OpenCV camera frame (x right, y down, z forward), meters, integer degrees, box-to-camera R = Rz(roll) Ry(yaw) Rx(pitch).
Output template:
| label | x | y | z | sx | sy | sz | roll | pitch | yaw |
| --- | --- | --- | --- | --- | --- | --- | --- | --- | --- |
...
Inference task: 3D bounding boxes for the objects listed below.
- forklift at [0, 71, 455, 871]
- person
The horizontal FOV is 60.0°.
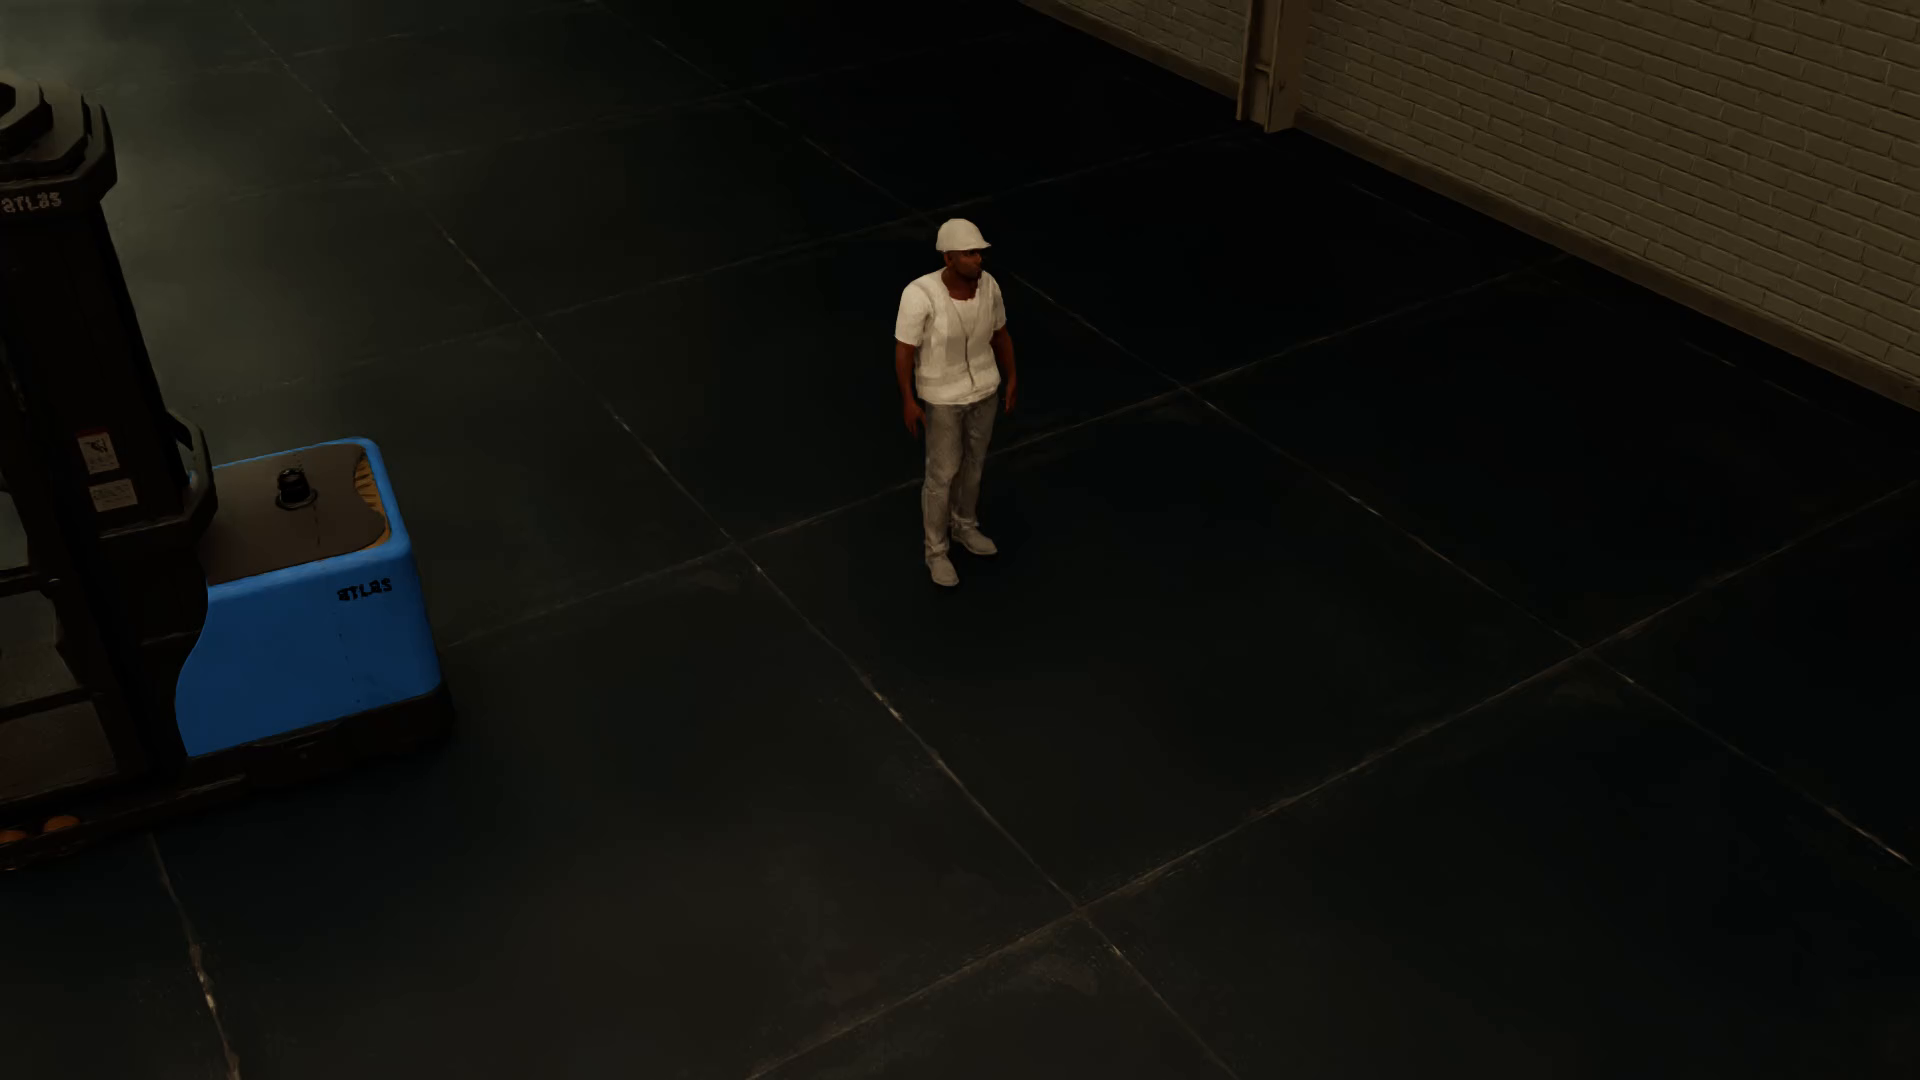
| label | x | y | z | sx | sy | sz | roll | pitch | yaw |
| --- | --- | --- | --- | --- | --- | --- | --- | --- | --- |
| forklift | -3.815 | -0.200 | 6.433 | 3.031 | 2.935 | 1.130 | -15 | 38 | -20 |
| person | 0.034 | -0.693 | 8.135 | 0.665 | 1.766 | 0.576 | -21 | 40 | -27 |
